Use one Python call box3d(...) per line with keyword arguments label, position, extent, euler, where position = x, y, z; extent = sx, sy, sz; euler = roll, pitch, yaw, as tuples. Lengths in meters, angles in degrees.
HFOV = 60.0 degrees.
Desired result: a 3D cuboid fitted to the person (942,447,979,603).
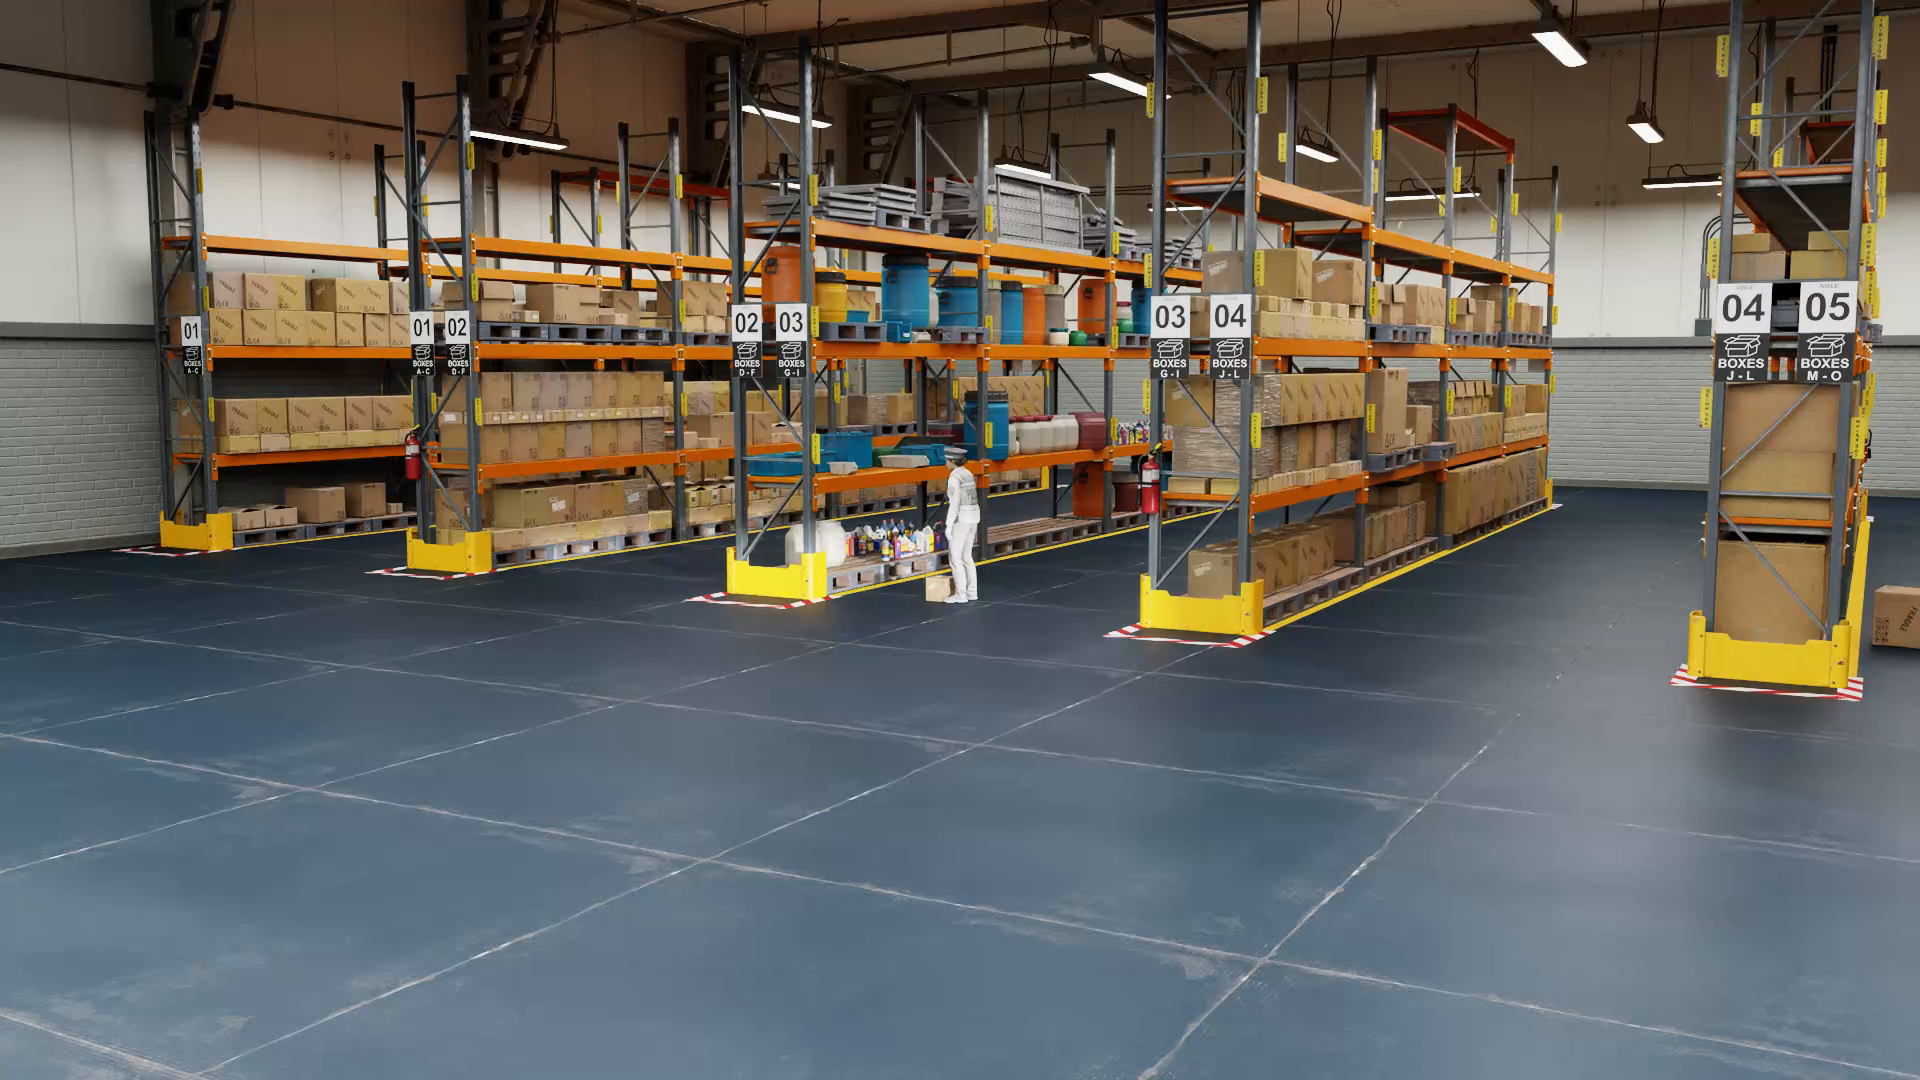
box3d(label="person", position=(0.005, -0.163, 17.884), extent=(0.376, 1.663, 0.539), euler=(3, 7, 27))
